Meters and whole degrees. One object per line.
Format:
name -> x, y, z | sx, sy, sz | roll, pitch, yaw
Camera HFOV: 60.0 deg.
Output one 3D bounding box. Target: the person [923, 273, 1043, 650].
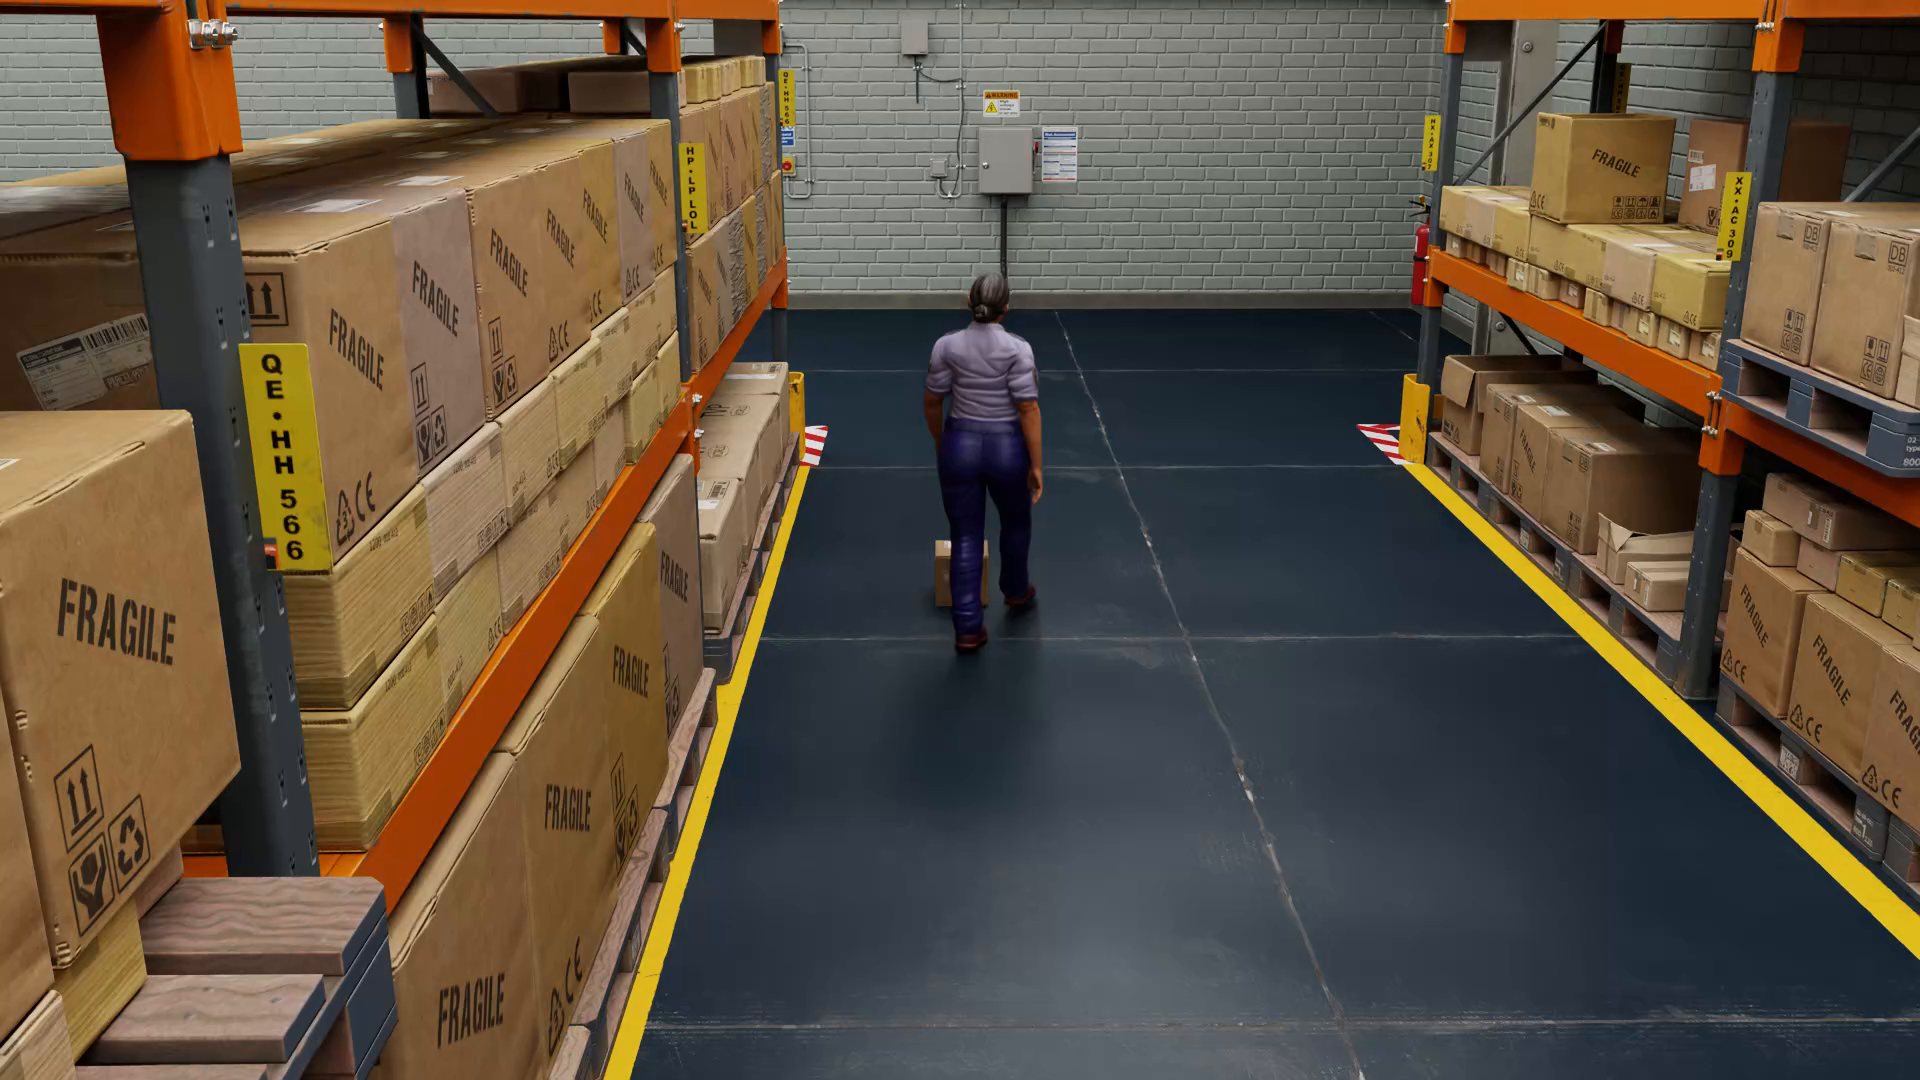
person -> 0.114, -0.393, 7.341 | 0.531, 1.623, 0.830 | 1, 17, 5
